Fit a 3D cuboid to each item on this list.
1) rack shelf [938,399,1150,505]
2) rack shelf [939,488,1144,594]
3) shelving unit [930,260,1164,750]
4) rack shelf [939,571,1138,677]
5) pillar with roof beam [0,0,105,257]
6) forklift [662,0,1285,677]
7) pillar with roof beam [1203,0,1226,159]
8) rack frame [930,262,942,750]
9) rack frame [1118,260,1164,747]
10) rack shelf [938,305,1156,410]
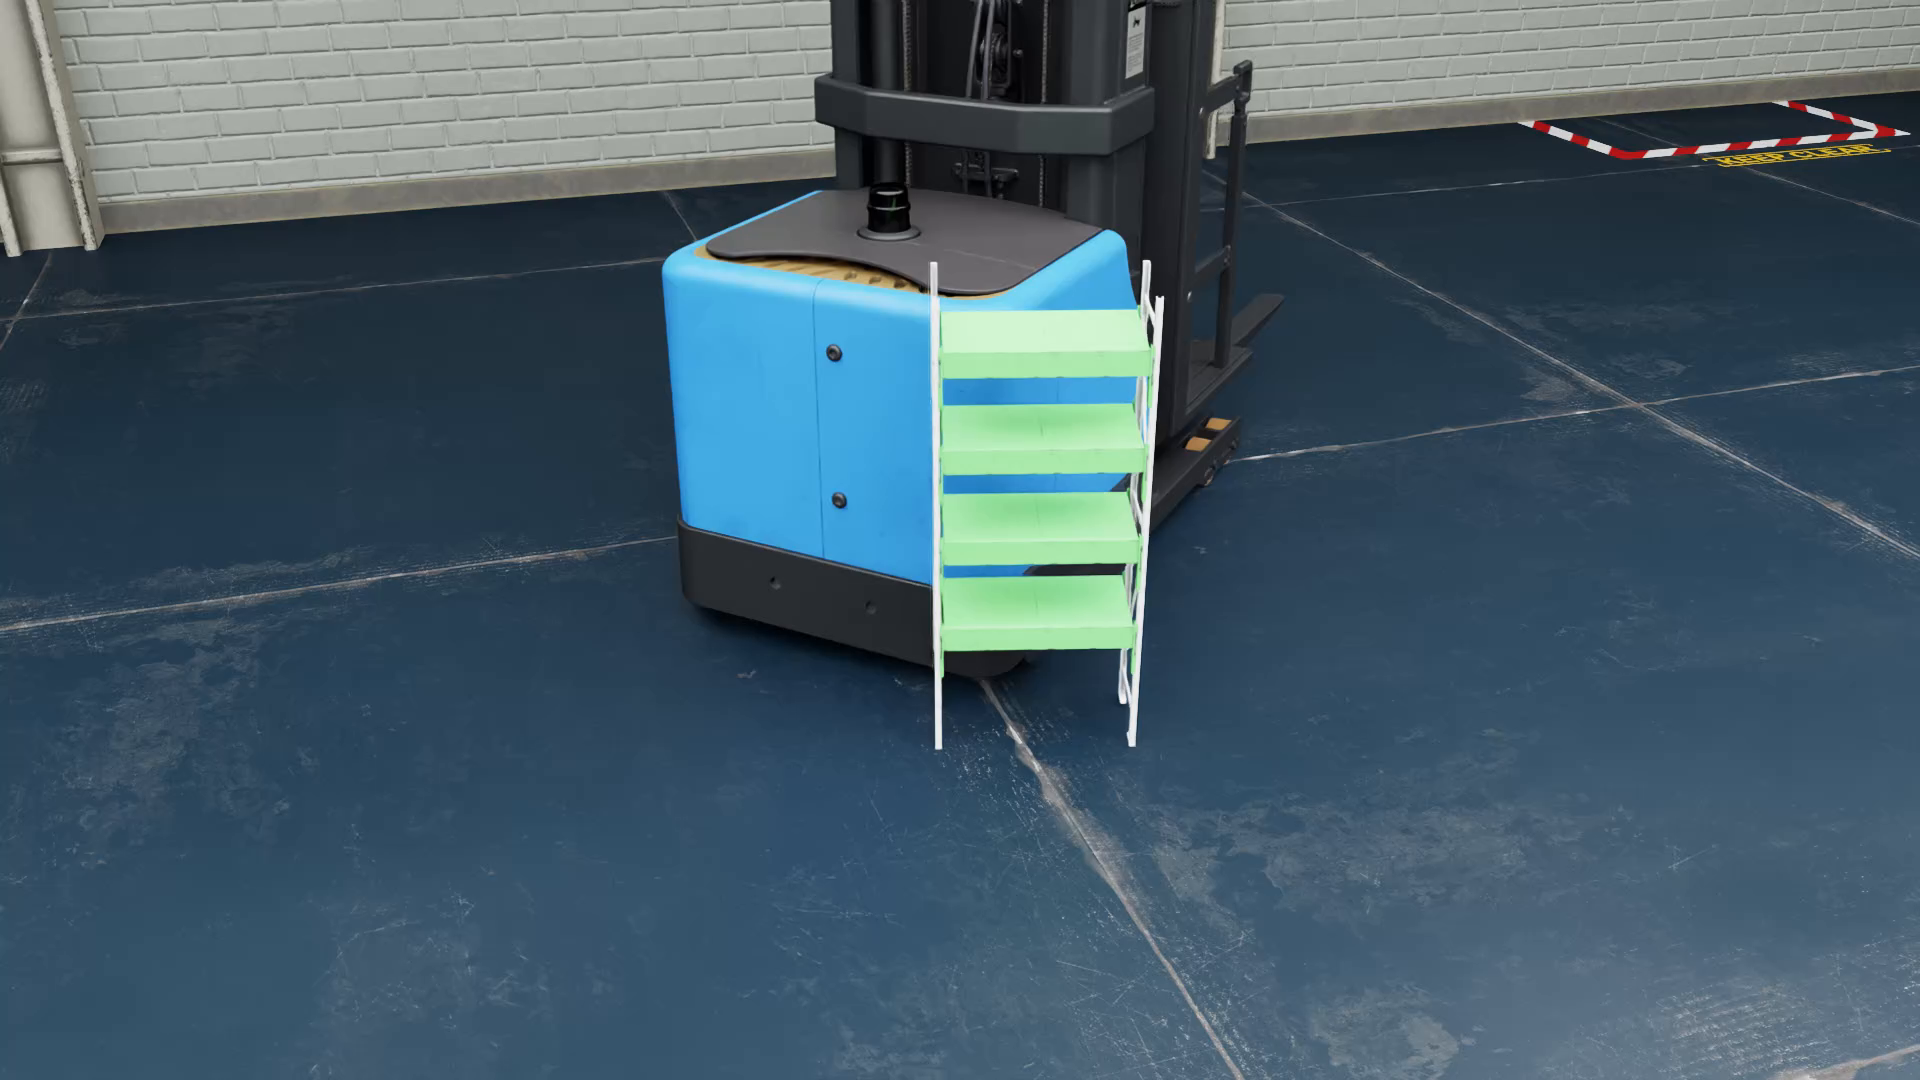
[{"bbox_3d":[0.187,-0.210,3.913,0.480,0.148,0.258,-1,29,-2],"label":"rack shelf"},{"bbox_3d":[0.187,-0.001,4.031,0.480,0.148,0.258,-1,29,-2],"label":"rack shelf"},{"bbox_3d":[0.187,-0.057,4.000,0.503,1.200,0.258,-1,29,-2],"label":"shelving unit"},{"bbox_3d":[0.187,0.208,4.149,0.480,0.148,0.258,-1,29,-2],"label":"rack shelf"},{"bbox_3d":[-3.106,-3.665,2.512,0.400,9.000,9.100,-8,28,-16],"label":"pillar with roof beam"},{"bbox_3d":[0.324,-1.576,5.129,1.130,2.935,3.031,13,29,24],"label":"forklift"},{"bbox_3d":[2.599,-4.491,4.176,0.400,9.000,9.100,-8,28,-16],"label":"pillar with roof beam"},{"bbox_3d":[-0.057,-0.053,3.993,0.015,1.200,0.240,-1,29,-2],"label":"rack frame"},{"bbox_3d":[0.431,-0.060,4.006,0.015,1.200,0.240,-1,29,-2],"label":"rack frame"},{"bbox_3d":[0.187,-0.419,3.795,0.480,0.148,0.258,-1,29,-2],"label":"rack shelf"}]
